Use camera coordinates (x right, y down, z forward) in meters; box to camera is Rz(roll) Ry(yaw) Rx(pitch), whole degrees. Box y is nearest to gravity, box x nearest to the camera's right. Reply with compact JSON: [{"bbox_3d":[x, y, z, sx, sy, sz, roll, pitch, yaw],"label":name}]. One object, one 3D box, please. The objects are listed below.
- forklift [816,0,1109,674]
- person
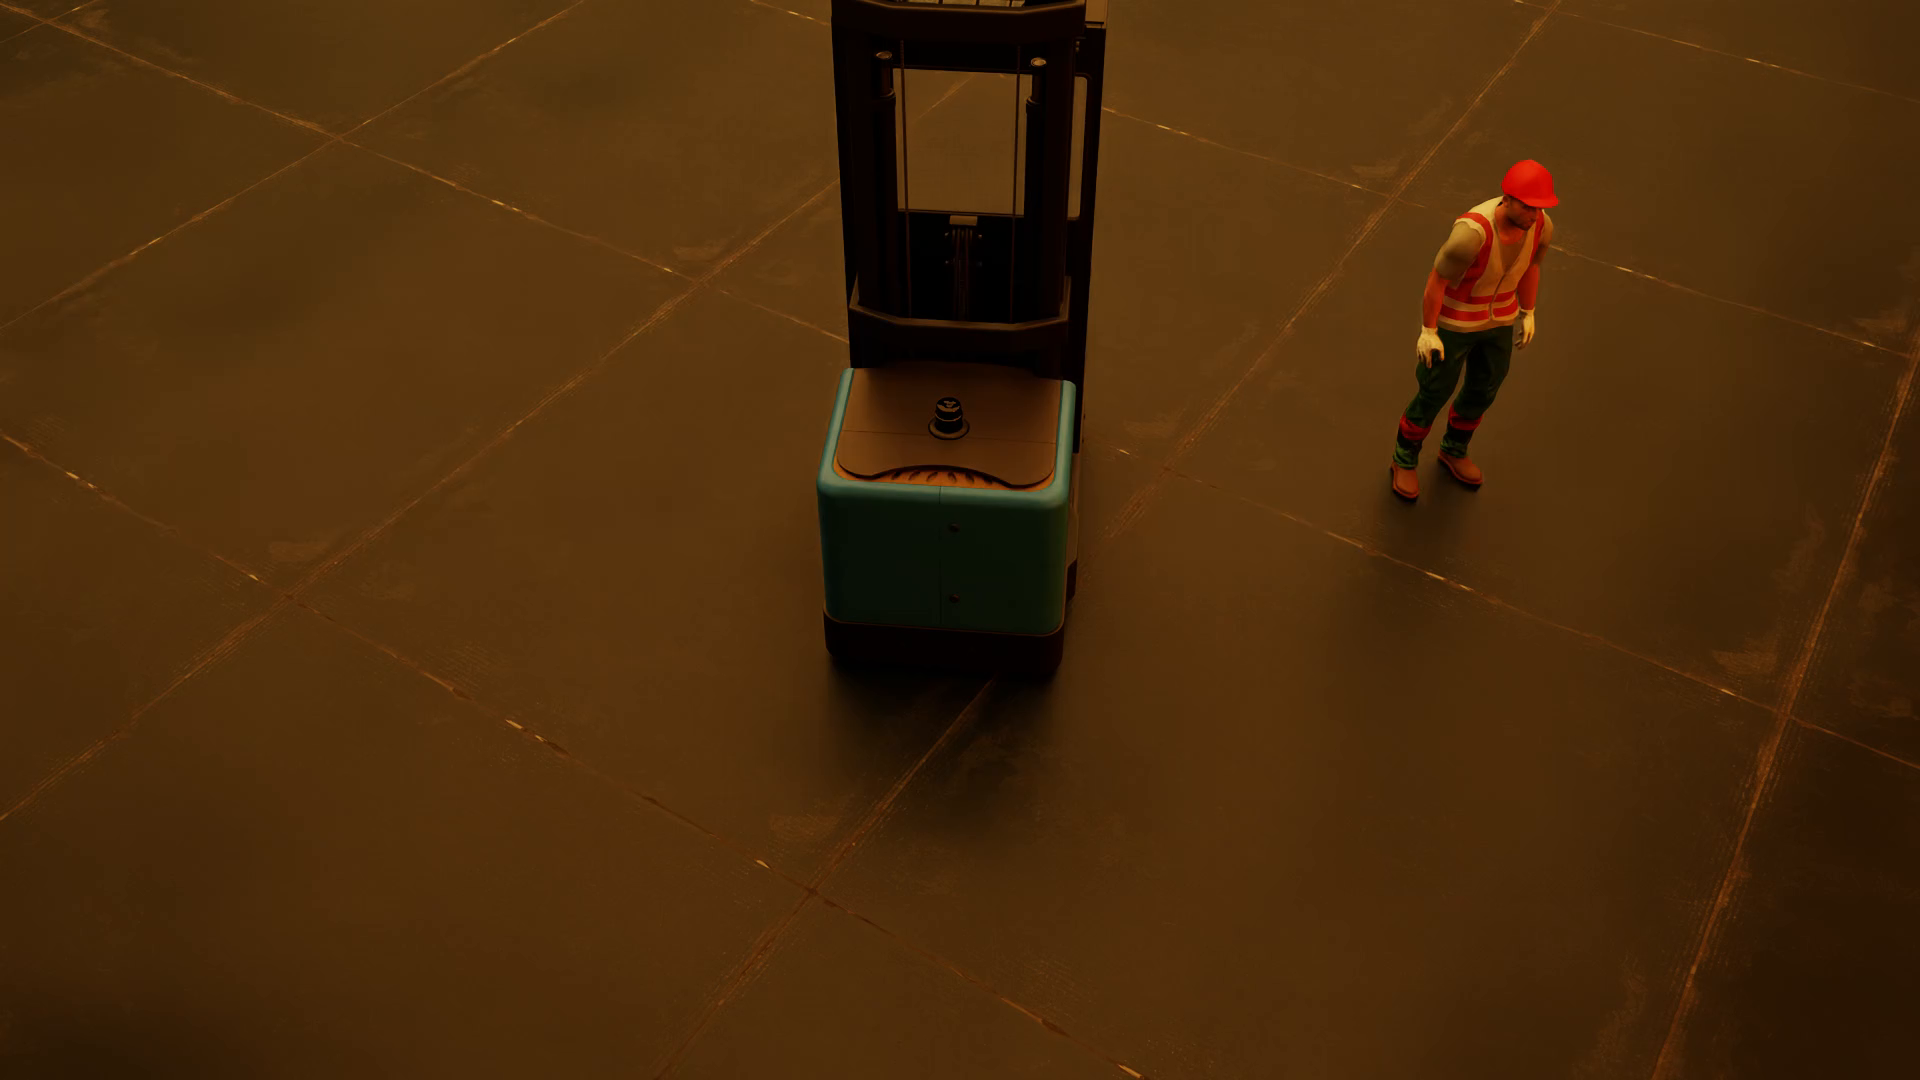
[{"bbox_3d":[0.059,-1.491,7.421,1.130,2.935,3.031,4,44,4],"label":"forklift"},{"bbox_3d":[2.407,-0.991,7.734,0.619,1.779,0.450,-12,45,-12],"label":"person"}]
